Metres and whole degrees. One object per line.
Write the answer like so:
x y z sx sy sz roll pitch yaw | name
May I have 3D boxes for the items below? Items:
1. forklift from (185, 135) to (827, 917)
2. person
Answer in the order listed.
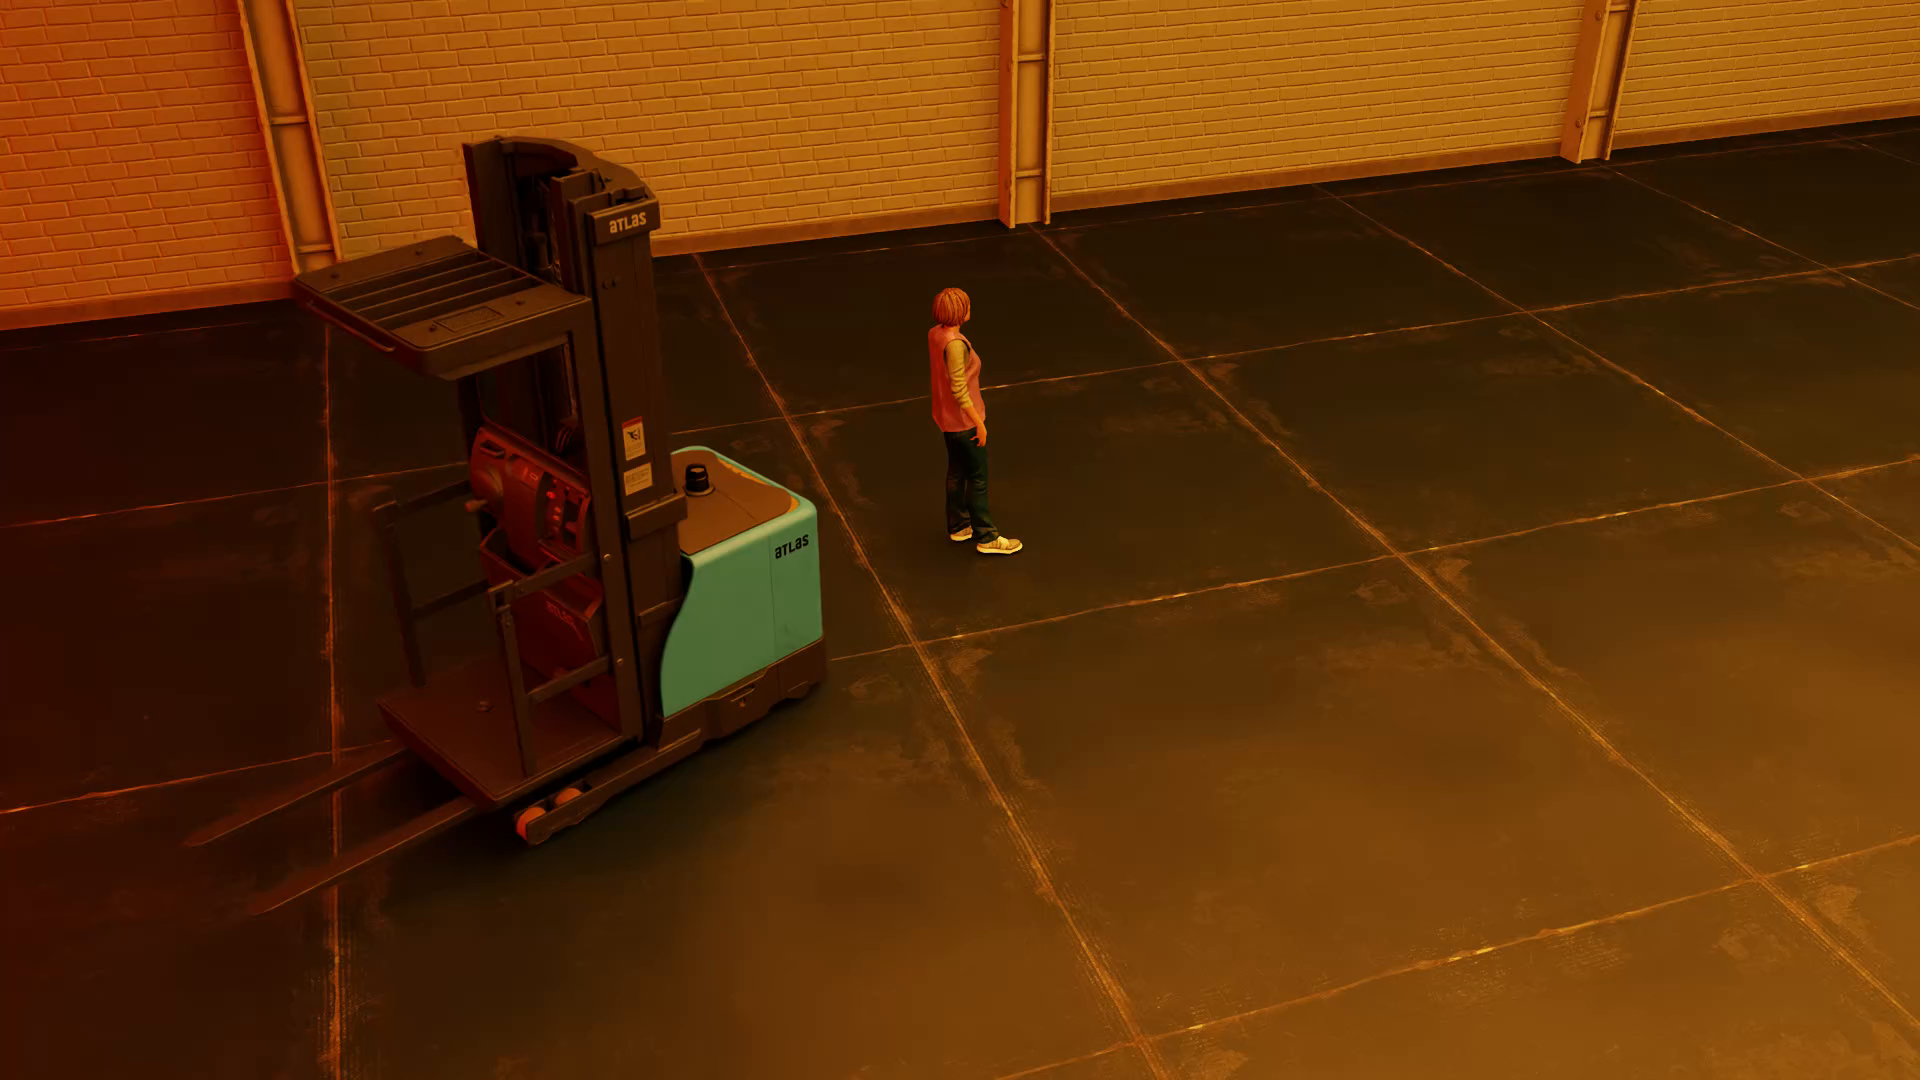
-2.091 -0.171 7.384 3.031 2.935 1.130 -26 39 -38 | forklift
0.074 -0.704 9.633 0.475 1.596 0.520 -10 31 -16 | person
